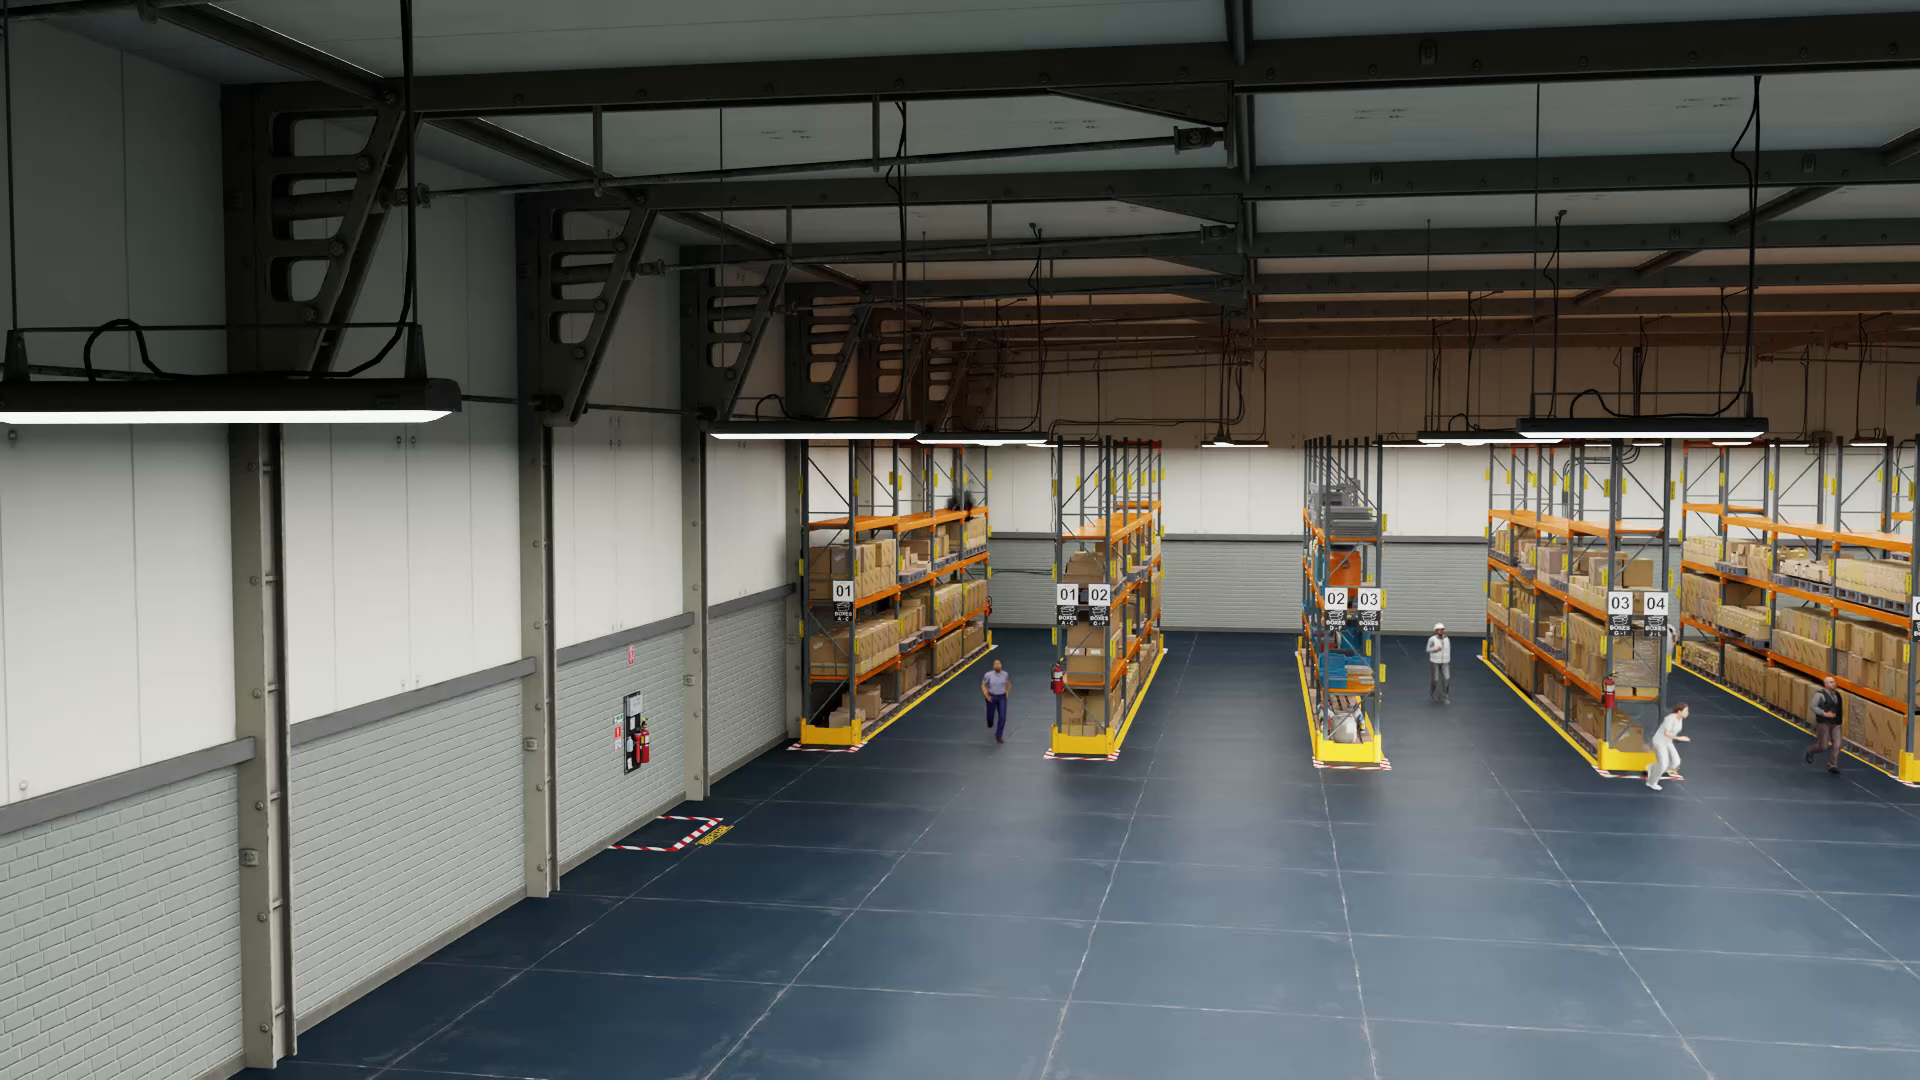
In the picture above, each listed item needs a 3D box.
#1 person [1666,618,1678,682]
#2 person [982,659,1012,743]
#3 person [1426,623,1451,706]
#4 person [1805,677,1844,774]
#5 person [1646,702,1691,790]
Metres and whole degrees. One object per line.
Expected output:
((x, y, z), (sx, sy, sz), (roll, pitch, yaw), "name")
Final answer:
((17.515, 2.688, 41.298), (0.602, 1.643, 0.601), (1, 3, 10), "person")
((0.731, 3.166, 32.892), (0.606, 1.619, 0.797), (0, 3, -3), "person")
((10.846, 2.785, 37.601), (0.643, 1.810, 0.825), (0, 3, -2), "person")
((15.403, 3.275, 29.547), (0.689, 1.700, 0.781), (-1, 3, -10), "person")
((11.962, 3.472, 28.009), (0.582, 1.501, 0.777), (-3, 4, -41), "person")
